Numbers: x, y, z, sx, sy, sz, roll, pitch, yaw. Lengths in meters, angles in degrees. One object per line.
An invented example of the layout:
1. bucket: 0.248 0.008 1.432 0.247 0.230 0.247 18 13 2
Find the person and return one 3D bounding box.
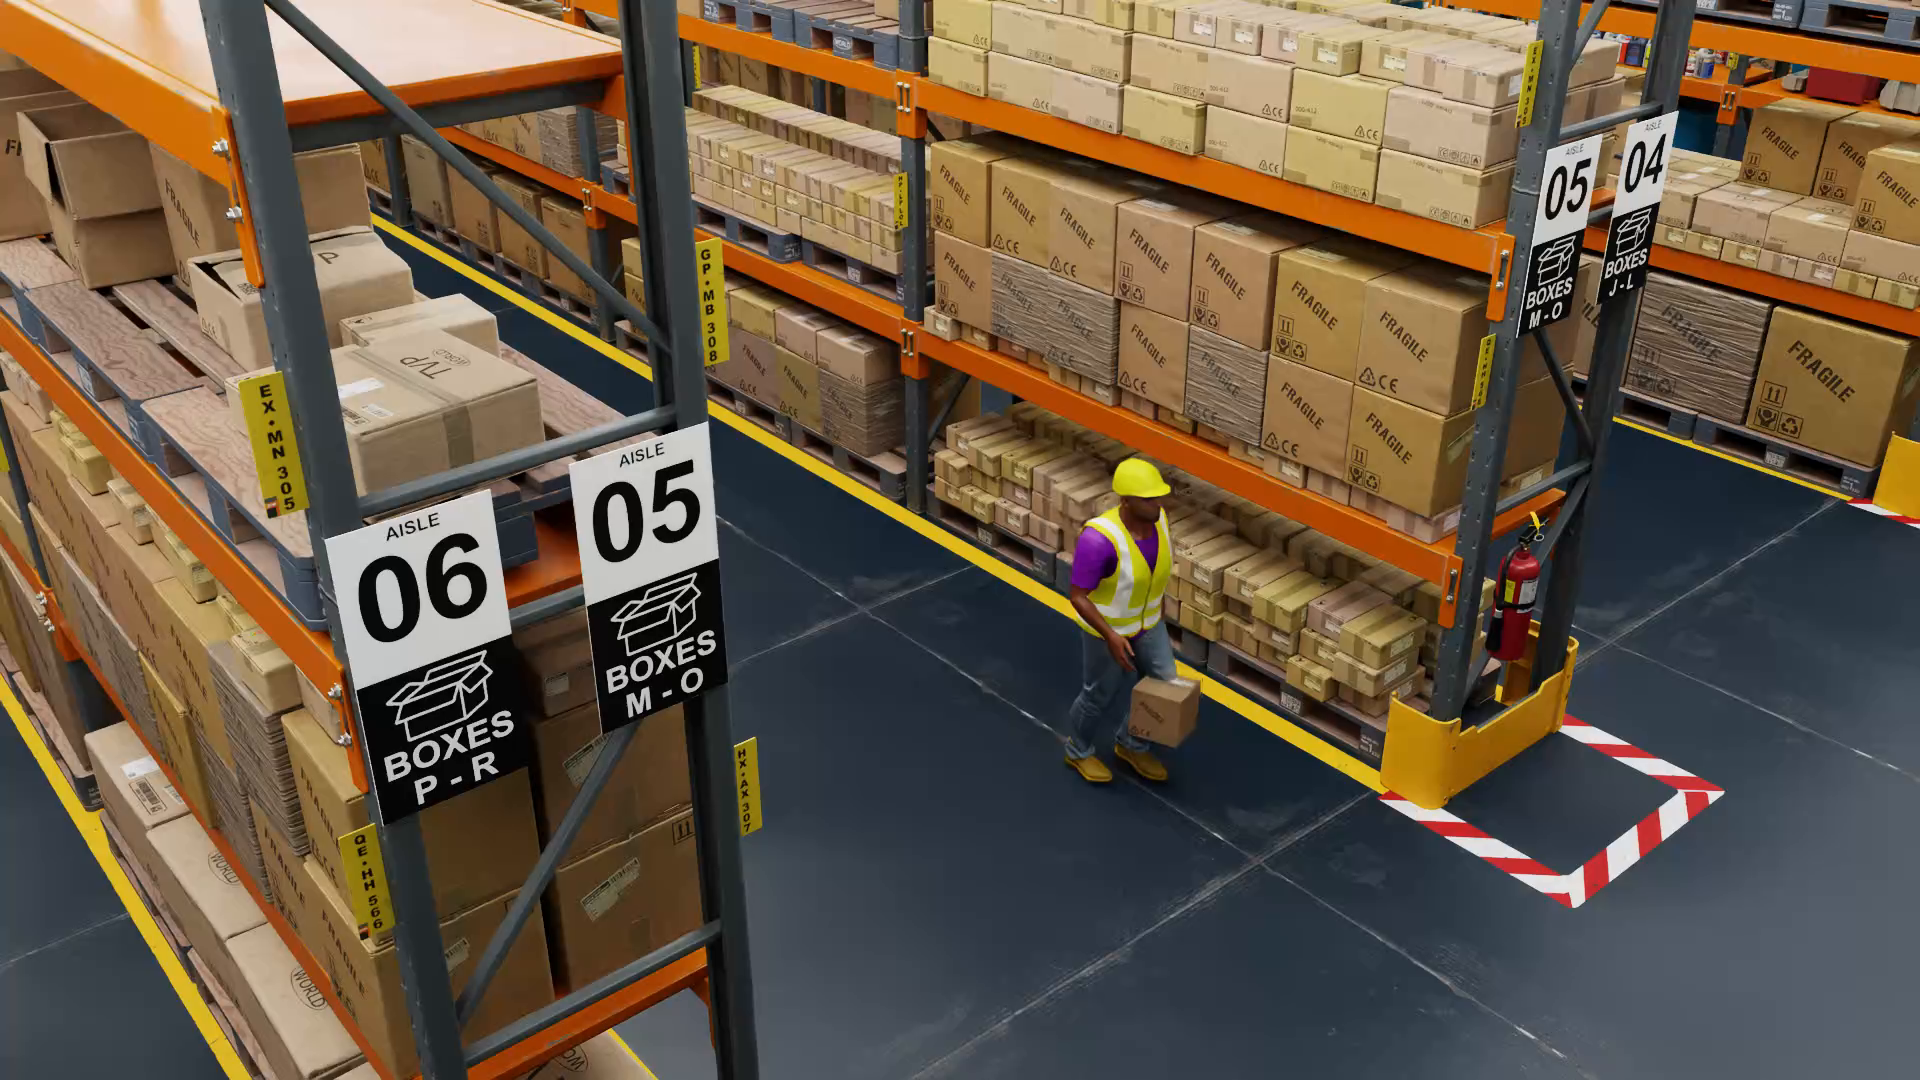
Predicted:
1. person: 0.788 0.402 7.864 0.680 1.745 0.590 -21 34 -34
